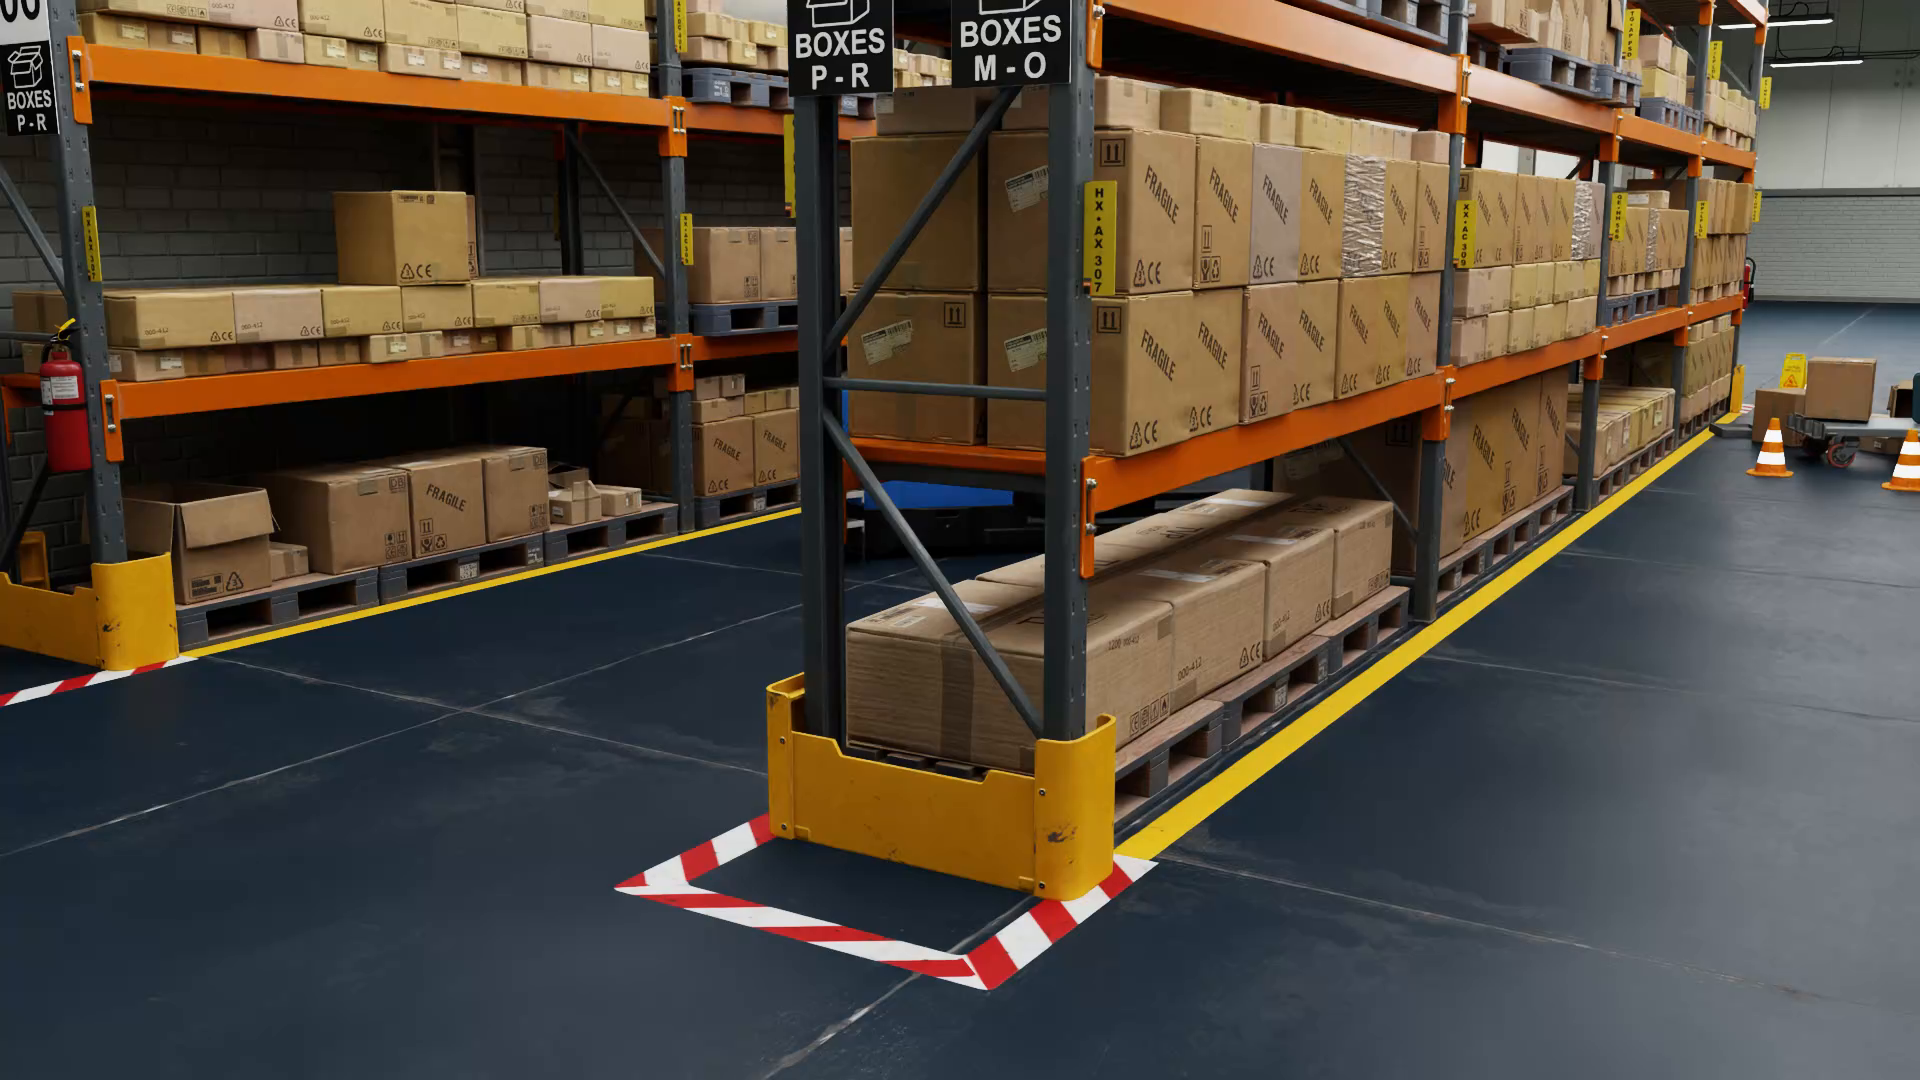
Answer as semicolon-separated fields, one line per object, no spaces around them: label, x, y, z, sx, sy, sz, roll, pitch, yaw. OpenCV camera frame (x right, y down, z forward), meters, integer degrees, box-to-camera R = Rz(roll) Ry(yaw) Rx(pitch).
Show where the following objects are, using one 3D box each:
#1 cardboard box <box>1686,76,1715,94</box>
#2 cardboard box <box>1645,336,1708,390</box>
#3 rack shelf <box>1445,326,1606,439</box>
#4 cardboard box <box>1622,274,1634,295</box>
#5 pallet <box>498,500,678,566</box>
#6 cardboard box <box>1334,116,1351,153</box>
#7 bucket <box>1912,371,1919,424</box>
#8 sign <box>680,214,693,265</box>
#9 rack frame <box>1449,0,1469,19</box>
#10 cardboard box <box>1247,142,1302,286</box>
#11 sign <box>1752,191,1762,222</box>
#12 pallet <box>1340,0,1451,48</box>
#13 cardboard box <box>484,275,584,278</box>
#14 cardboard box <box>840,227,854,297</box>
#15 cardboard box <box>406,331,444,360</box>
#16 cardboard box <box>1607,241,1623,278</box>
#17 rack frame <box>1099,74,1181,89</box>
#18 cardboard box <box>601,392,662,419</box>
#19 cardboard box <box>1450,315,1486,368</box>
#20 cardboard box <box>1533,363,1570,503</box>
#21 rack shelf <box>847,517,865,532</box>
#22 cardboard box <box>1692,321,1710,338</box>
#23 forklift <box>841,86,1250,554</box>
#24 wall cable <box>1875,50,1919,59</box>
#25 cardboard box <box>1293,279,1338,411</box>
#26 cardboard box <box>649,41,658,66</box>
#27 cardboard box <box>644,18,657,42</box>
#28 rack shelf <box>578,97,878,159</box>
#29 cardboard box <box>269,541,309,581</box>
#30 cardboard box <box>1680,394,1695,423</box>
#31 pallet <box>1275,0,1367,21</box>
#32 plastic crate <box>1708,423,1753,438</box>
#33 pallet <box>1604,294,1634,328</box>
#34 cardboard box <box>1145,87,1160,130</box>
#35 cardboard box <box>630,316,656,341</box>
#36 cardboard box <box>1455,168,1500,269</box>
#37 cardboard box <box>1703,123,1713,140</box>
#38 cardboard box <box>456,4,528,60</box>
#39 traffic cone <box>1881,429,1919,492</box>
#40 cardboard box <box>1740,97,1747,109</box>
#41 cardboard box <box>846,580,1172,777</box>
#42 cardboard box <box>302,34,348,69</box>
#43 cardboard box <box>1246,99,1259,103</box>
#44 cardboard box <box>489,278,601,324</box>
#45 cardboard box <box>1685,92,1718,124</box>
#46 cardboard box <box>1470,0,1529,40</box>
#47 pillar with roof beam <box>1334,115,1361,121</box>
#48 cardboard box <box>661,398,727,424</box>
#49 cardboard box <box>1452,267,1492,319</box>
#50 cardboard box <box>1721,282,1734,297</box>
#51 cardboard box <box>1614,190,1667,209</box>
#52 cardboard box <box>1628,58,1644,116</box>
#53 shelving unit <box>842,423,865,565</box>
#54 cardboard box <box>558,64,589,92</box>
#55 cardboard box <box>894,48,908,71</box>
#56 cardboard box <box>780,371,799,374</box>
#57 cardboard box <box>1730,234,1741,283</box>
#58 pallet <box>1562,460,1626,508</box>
cardboard box;6.606;-4.112;15.044;0.380;0.149;0.250;6;12;30
cardboard box;6.968;-1.726;16.231;0.500;0.500;0.500;7;13;33
rack shelf;3.048;-1.053;10.298;1.077;0.370;4.000;6;12;31
cardboard box;4.932;-1.959;12.721;0.380;0.149;0.250;6;12;31
pallet;-2.592;-0.087;10.761;1.003;0.211;1.213;6;12;31
cardboard box;1.404;-1.678;6.928;0.380;0.149;0.250;6;12;29
bucket;8.547;-1.273;14.283;0.620;0.611;0.726;-20;21;-35
sign;-1.766;-1.941;10.731;0.100;0.325;0.005;6;12;31
rack frame;2.010;-4.041;7.999;1.000;3.000;0.127;6;12;31
cardboard box;0.949;-1.216;6.222;0.500;0.500;0.500;6;12;30
sign;8.704;-3.648;18.196;0.100;0.325;0.005;6;12;31
pallet;1.576;-2.395;7.601;1.003;0.211;1.213;6;12;31
cardboard box;-2.722;-1.586;10.789;0.500;0.250;0.500;6;12;30
cardboard box;-1.115;-2.081;12.420;0.700;0.500;0.500;6;12;30
cardboard box;-3.075;-1.080;9.169;0.380;0.149;0.250;7;13;32
cardboard box;4.518;-2.172;12.096;0.500;0.500;0.500;6;12;29
rack frame;1.919;-5.773;17.250;1.000;3.000;0.127;6;12;31
cardboard box;-2.290;-0.948;11.669;0.380;0.149;0.250;6;12;28
cardboard box;2.464;-1.062;8.800;0.500;0.250;0.500;6;12;29
cardboard box;3.657;-0.783;11.531;0.875;0.875;0.875;6;12;30
rack shelf;-0.731;-0.089;10.056;0.200;0.077;0.258;-9;14;-39
cardboard box;7.082;-2.055;16.222;0.380;0.149;0.250;7;13;33
forklift;0.684;-1.460;10.705;3.031;2.935;1.130;-2;11;-10
wall cable;26.056;-14.071;43.930;3.097;2.526;0.112;6;12;31
cardboard box;1.192;-0.801;6.725;0.500;0.500;0.500;7;13;33
cardboard box;-2.136;-3.227;11.070;0.380;0.149;0.250;6;12;31
cardboard box;-2.178;-3.377;11.064;0.380;0.149;0.250;6;12;30
rack shelf;-1.196;-3.001;12.551;1.077;0.370;4.000;6;12;31
cardboard box;-3.658;0.108;8.747;0.380;0.149;0.250;6;12;28
cardboard box;6.701;-1.272;15.844;0.500;0.250;0.500;6;12;28
pallet;0.942;-2.204;6.581;1.003;0.211;1.213;6;12;31
plastic crate;7.679;-1.084;16.441;0.402;0.080;0.583;2;11;11
pallet;4.366;-1.749;12.582;1.213;0.211;1.003;6;12;31
cardboard box;0.430;-1.400;5.444;0.380;0.149;0.250;7;13;32
cardboard box;-2.184;-1.368;10.708;0.380;0.149;0.250;7;12;31
cardboard box;2.484;-1.675;8.673;0.500;0.500;0.500;7;12;31
cardboard box;6.721;-3.762;15.346;0.380;0.149;0.250;6;12;31
cardboard box;-2.807;-2.851;9.392;0.500;0.250;0.500;7;13;32
traffic cone;7.420;-0.634;12.995;0.336;0.463;0.334;6;12;31
cardboard box;8.033;-4.562;17.450;0.380;0.149;0.250;6;12;30
cardboard box;0.191;0.476;5.994;0.875;0.438;0.875;6;12;29
cardboard box;-3.338;-2.469;8.438;0.380;0.149;0.250;6;12;31
cardboard box;3.021;-4.901;19.051;0.797;0.503;0.637;7;13;33
cardboard box;-2.537;-1.455;10.087;0.500;0.250;0.500;6;12;31
cardboard box;6.626;-3.940;15.212;0.500;0.250;0.500;6;12;29
cardboard box;2.716;-2.933;8.820;0.500;0.500;0.500;6;12;30
pillar with roof beam;9.659;-6.911;23.329;9.100;9.000;0.400;6;12;31
cardboard box;-1.820;-0.893;11.378;0.380;0.149;0.250;7;13;33
cardboard box;2.480;-1.306;8.745;0.500;0.250;0.500;6;12;29
cardboard box;7.933;-2.645;17.526;0.380;0.149;0.250;7;12;32
cardboard box;5.648;-2.822;13.806;0.380;0.149;0.250;6;12;28
cardboard box;4.854;-3.489;12.922;0.797;0.503;0.637;6;12;31
shelving unit;-0.732;-0.298;10.016;0.210;0.900;0.258;-9;14;-39
cardboard box;-2.445;-2.752;9.950;0.380;0.149;0.250;7;13;33
cardboard box;-0.628;-3.691;12.798;0.380;0.149;0.250;6;12;29
cardboard box;-1.231;-1.274;13.410;0.380;0.149;0.250;6;12;29
cardboard box;7.930;-2.985;17.581;0.500;0.500;0.500;6;12;31
pallet;4.494;-0.473;12.824;1.003;0.211;1.213;6;12;31
